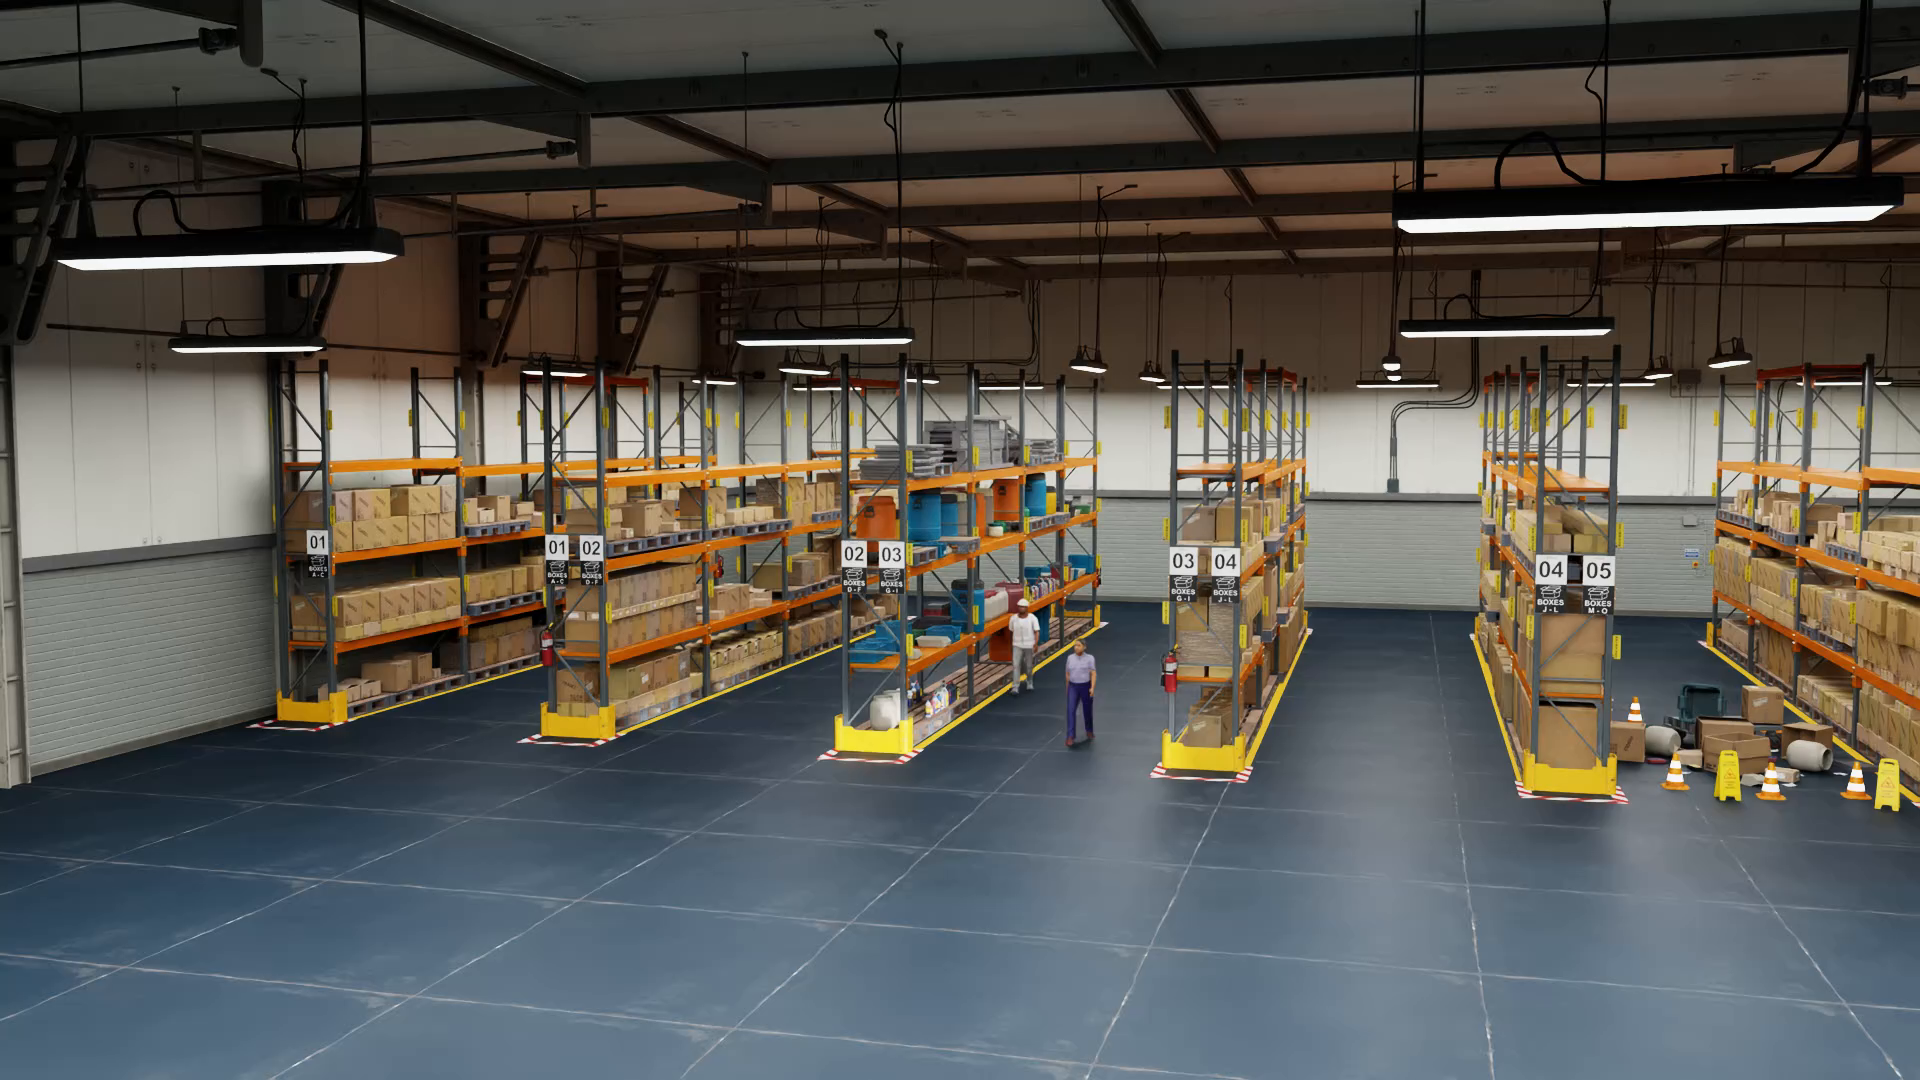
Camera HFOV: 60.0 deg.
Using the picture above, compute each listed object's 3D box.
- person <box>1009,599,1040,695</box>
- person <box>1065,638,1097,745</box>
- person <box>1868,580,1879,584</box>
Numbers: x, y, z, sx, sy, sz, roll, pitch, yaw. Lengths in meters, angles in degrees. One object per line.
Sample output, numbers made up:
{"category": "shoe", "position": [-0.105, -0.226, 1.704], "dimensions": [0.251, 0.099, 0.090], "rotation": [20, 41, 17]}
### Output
{"category": "person", "position": [1.158, 1.940, 30.385], "dimensions": [0.595, 1.716, 1.031], "rotation": [1, 4, 10]}
{"category": "person", "position": [1.872, 2.327, 25.788], "dimensions": [0.506, 1.600, 0.939], "rotation": [1, 4, 14]}
{"category": "person", "position": [19.598, 1.609, 35.635], "dimensions": [0.461, 1.657, 0.841], "rotation": [-3, 5, -38]}
